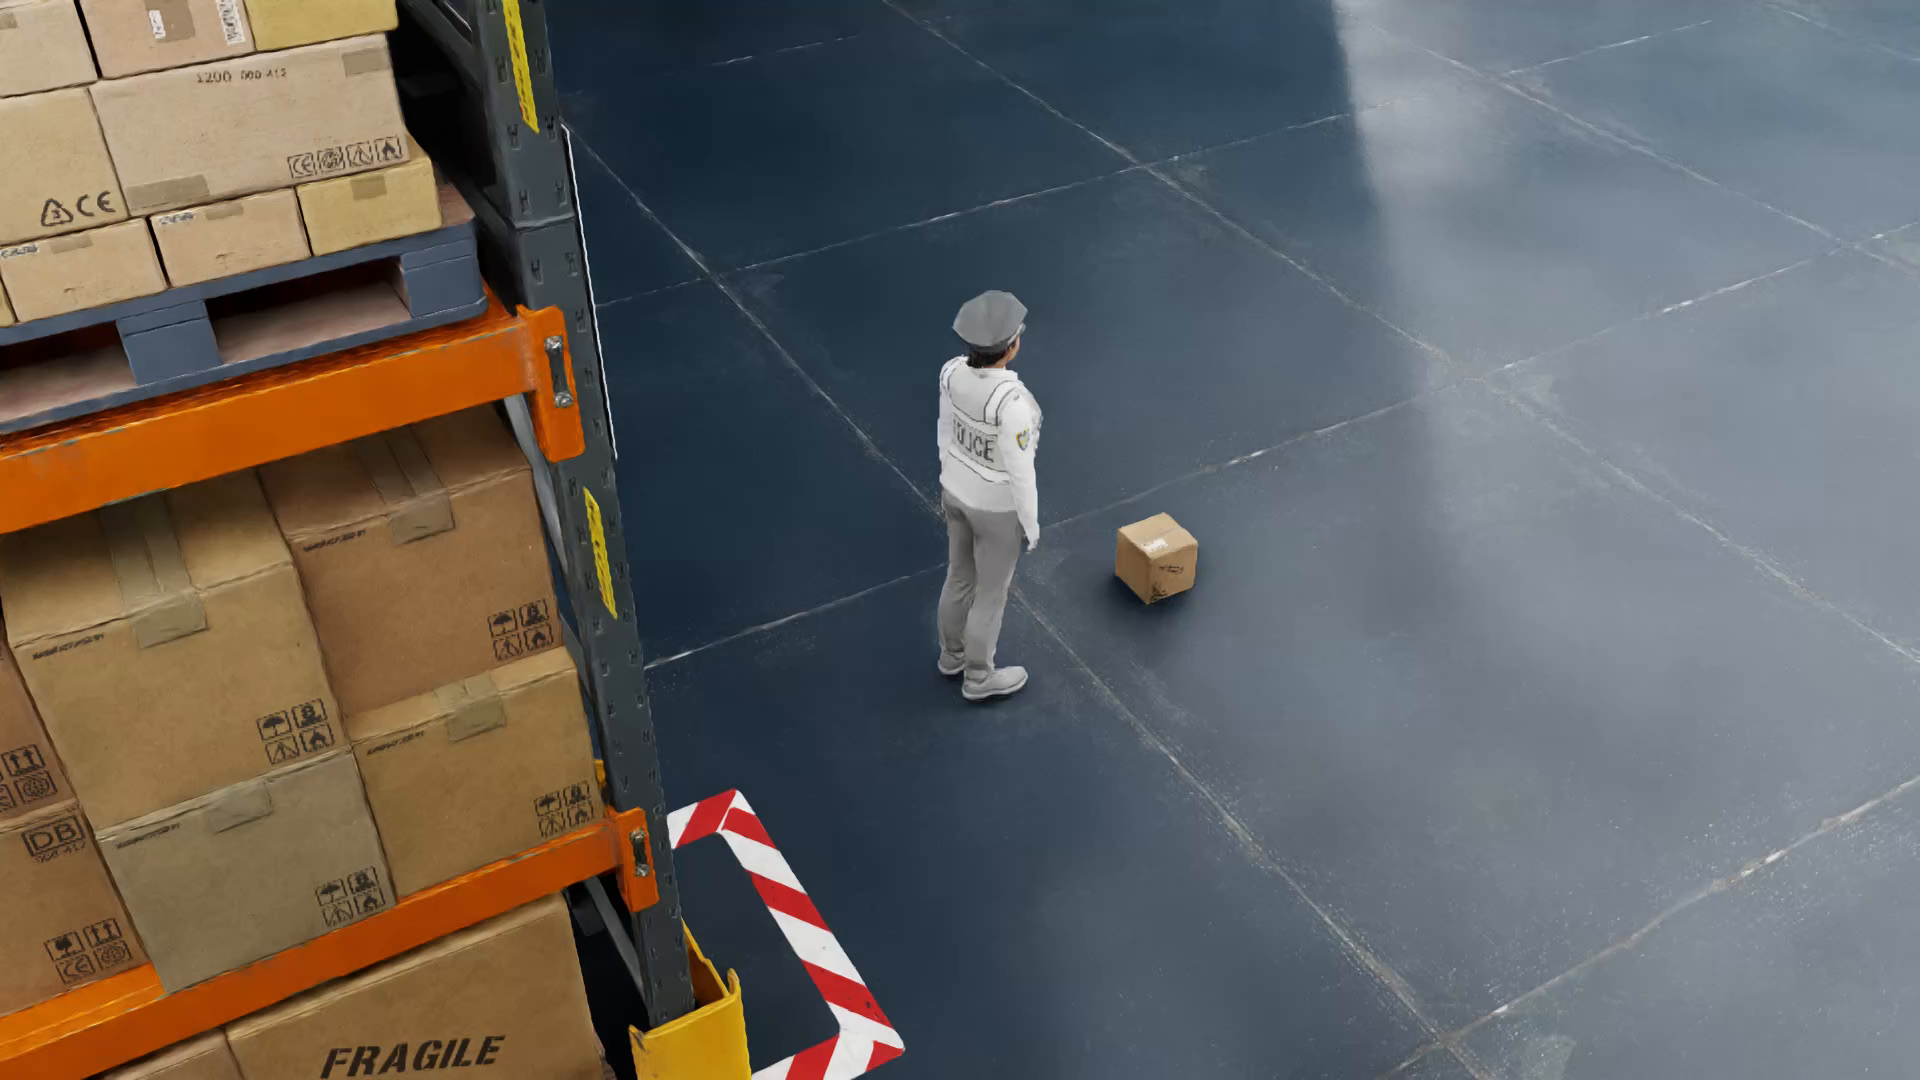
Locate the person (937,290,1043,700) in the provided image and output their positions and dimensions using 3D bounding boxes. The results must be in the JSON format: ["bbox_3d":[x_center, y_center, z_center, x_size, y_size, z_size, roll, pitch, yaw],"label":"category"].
[{"bbox_3d":[0.093,-0.160,6.319,0.384,1.685,0.494,-25,44,-30],"label":"person"}]
